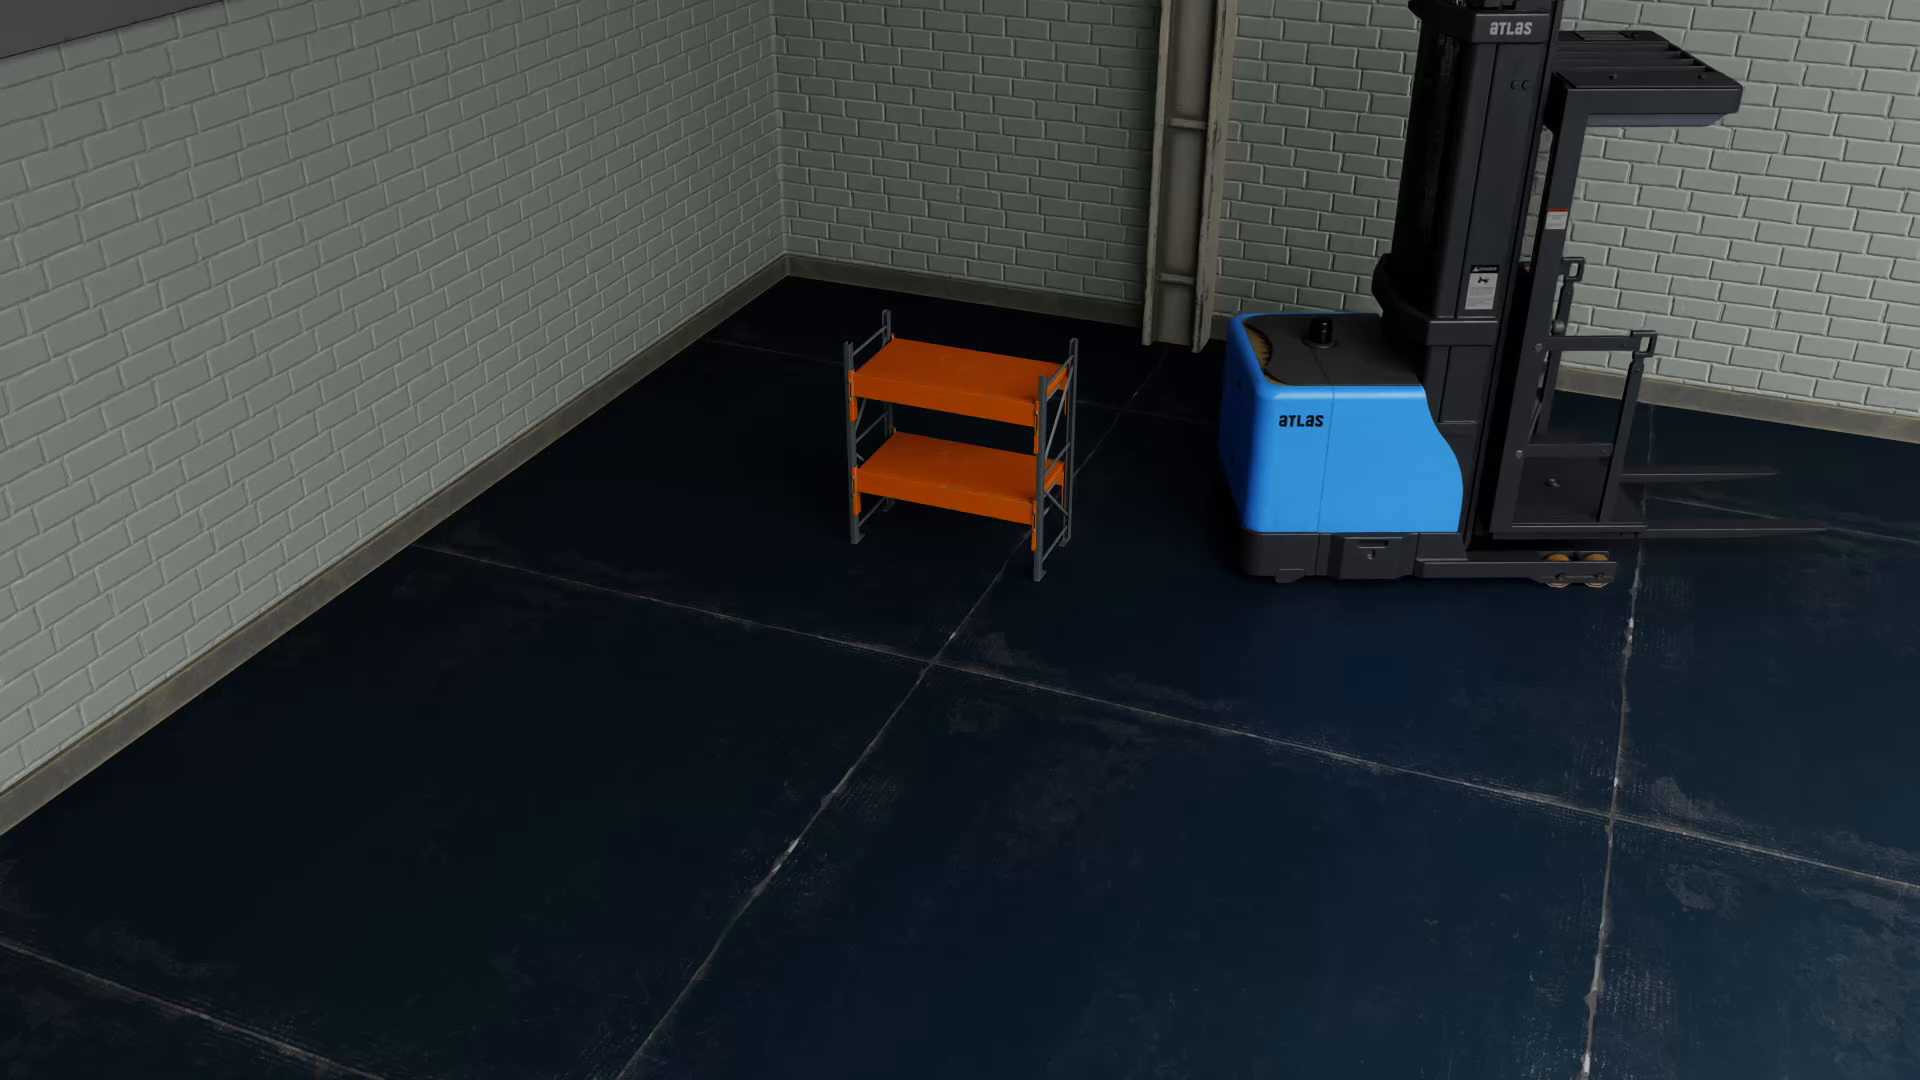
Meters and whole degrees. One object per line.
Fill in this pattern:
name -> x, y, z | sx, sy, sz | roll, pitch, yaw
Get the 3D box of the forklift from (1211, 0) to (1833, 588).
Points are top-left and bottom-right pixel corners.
forklift -> 2.897, -1.299, 8.069 | 3.031, 2.935, 1.130 | 0, 29, -1

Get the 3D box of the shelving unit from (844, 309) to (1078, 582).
shelving unit -> 0.006, -0.488, 8.471 | 1.048, 1.125, 0.538 | 11, 31, 19

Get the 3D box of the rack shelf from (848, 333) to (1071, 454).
rack shelf -> 0.006, -0.743, 8.327 | 1.000, 0.278, 0.538 | 11, 31, 19

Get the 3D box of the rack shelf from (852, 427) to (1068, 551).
rack shelf -> 0.006, -0.276, 8.591 | 1.000, 0.278, 0.538 | 11, 31, 19

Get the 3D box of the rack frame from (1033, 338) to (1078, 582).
rack frame -> 0.477, -0.394, 8.305 | 0.032, 1.125, 0.500 | 11, 31, 19

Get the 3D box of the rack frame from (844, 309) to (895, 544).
rack frame -> -0.465, -0.582, 8.637 | 0.032, 1.125, 0.500 | 11, 31, 19

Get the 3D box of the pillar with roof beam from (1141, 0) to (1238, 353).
pillar with roof beam -> -0.174, -3.290, 5.426 | 0.400, 9.000, 9.100 | 11, 31, 19
